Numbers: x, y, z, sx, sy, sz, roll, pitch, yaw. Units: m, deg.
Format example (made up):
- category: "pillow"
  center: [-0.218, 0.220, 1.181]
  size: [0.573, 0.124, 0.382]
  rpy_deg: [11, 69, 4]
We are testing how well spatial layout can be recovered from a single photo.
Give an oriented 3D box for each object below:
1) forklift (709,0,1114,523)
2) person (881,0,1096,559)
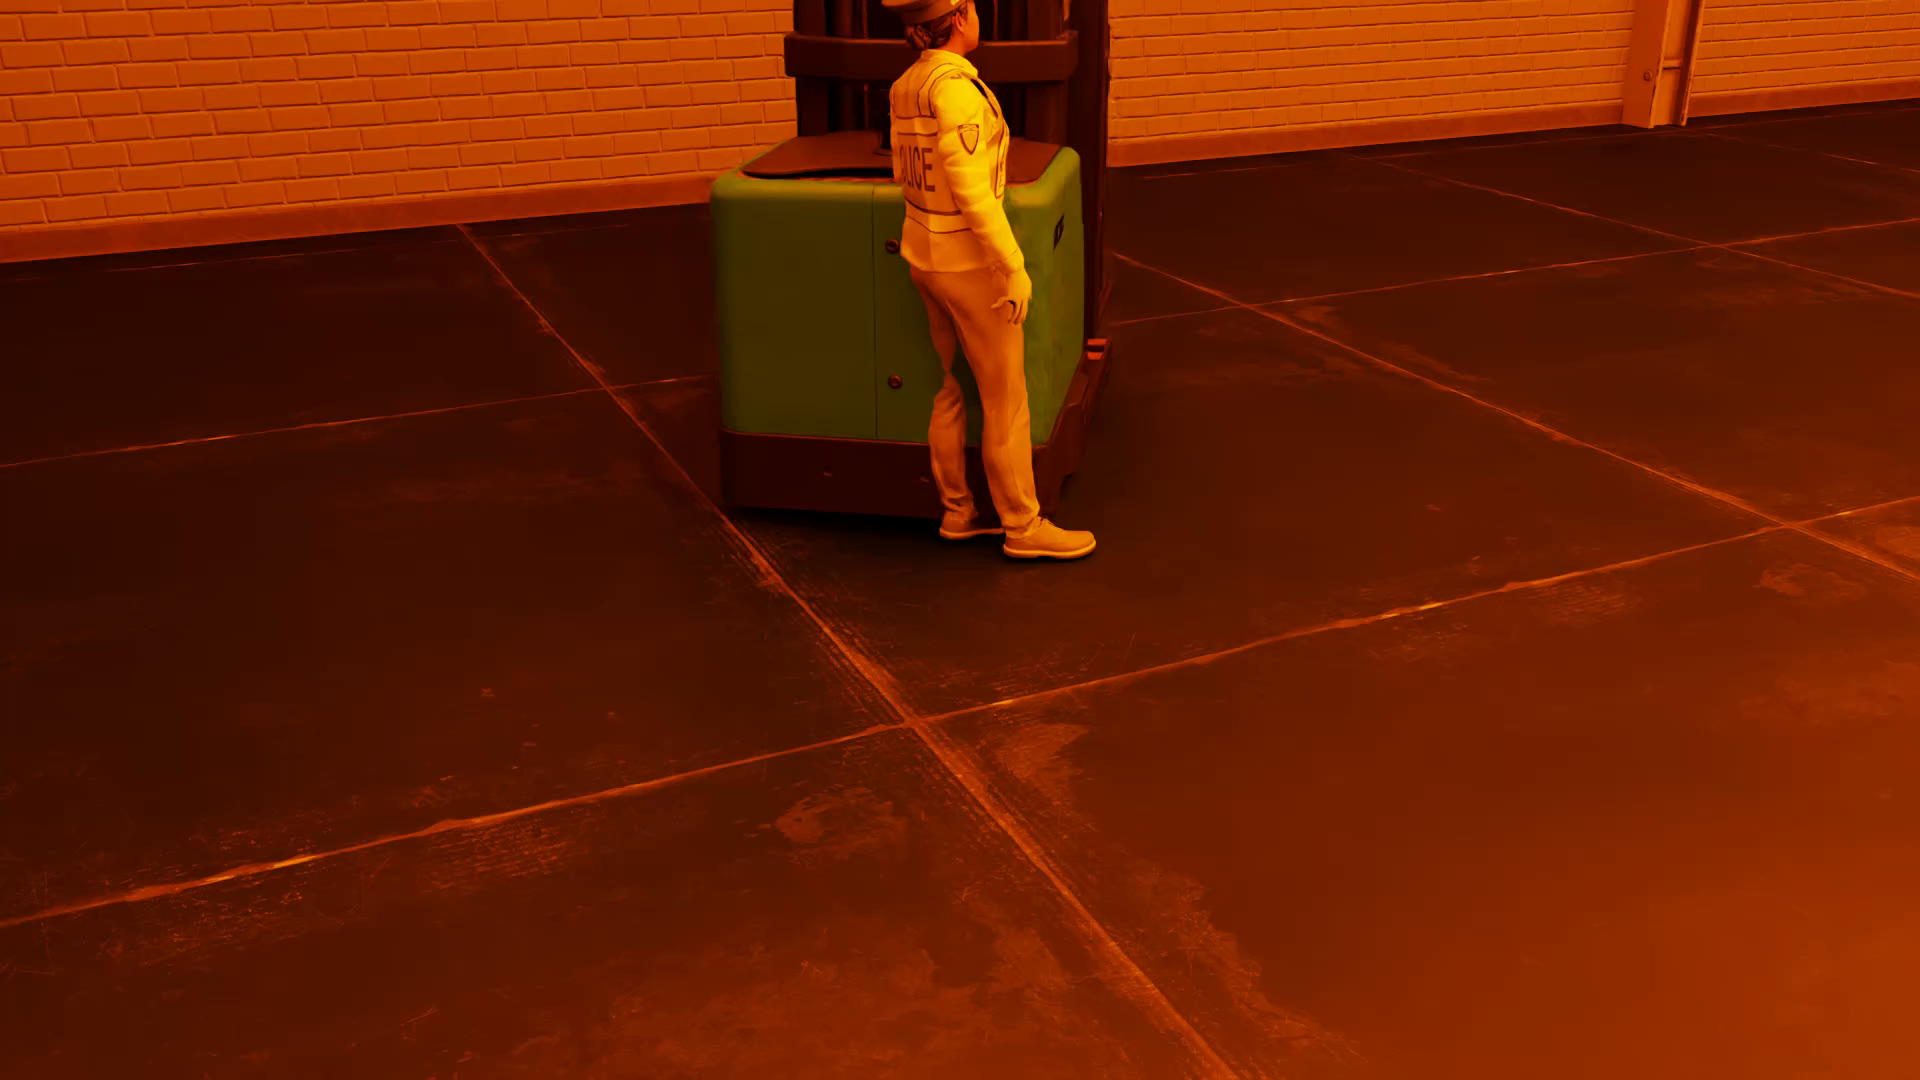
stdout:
- category: "forklift"
  center: [0.007, -1.935, 5.943]
  size: [1.130, 2.935, 3.031]
  rpy_deg: [4, 23, 9]
- category: "person"
  center: [0.065, -0.798, 4.800]
  size: [0.530, 1.694, 0.586]
  rpy_deg: [-10, 25, -23]
